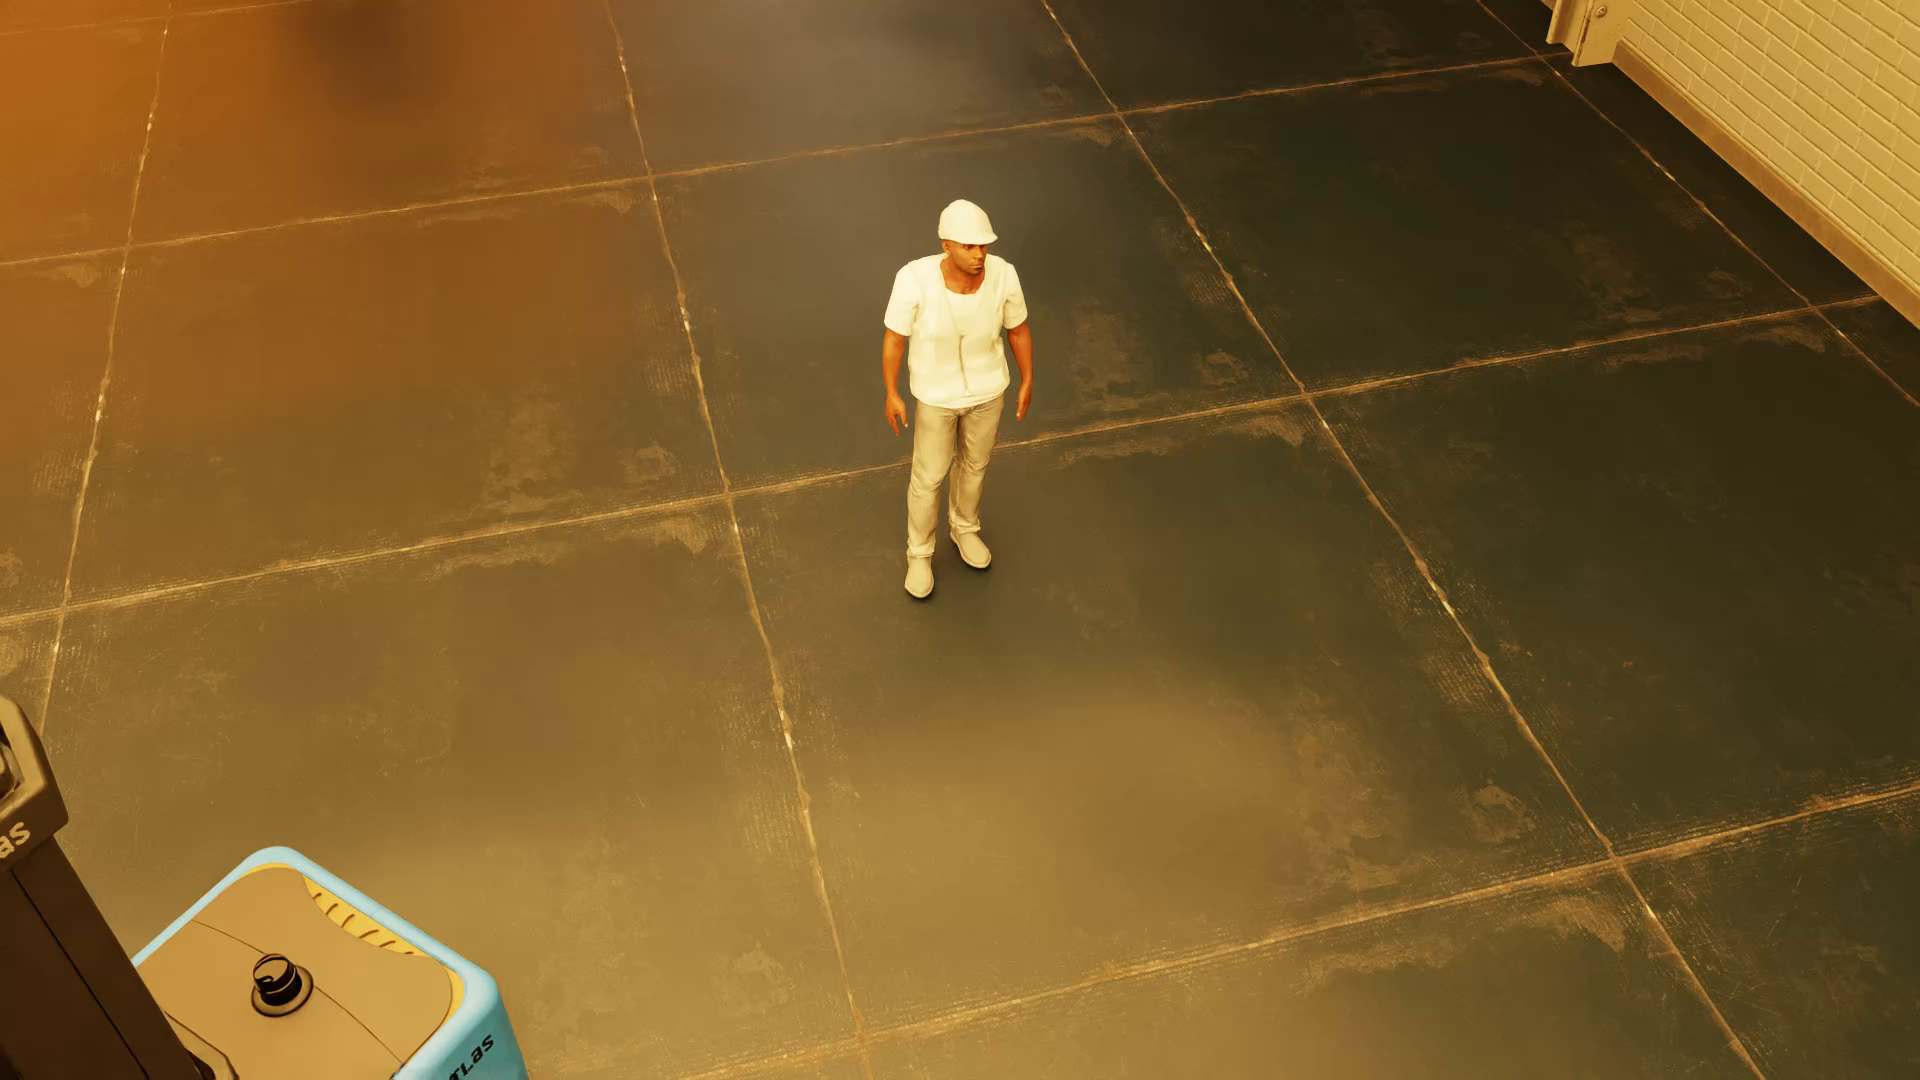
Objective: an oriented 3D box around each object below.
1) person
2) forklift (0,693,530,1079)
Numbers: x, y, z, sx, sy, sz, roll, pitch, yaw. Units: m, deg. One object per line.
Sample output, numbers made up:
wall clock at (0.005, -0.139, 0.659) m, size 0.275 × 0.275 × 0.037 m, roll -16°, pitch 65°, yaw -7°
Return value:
person at (0.013, -0.599, 7.117) m, size 0.666 × 1.768 × 0.575 m, roll -10°, pitch 44°, yaw -11°
forklift at (-2.548, 1.687, 3.860) m, size 1.130 × 2.935 × 3.031 m, roll 23°, pitch 48°, yaw 23°
